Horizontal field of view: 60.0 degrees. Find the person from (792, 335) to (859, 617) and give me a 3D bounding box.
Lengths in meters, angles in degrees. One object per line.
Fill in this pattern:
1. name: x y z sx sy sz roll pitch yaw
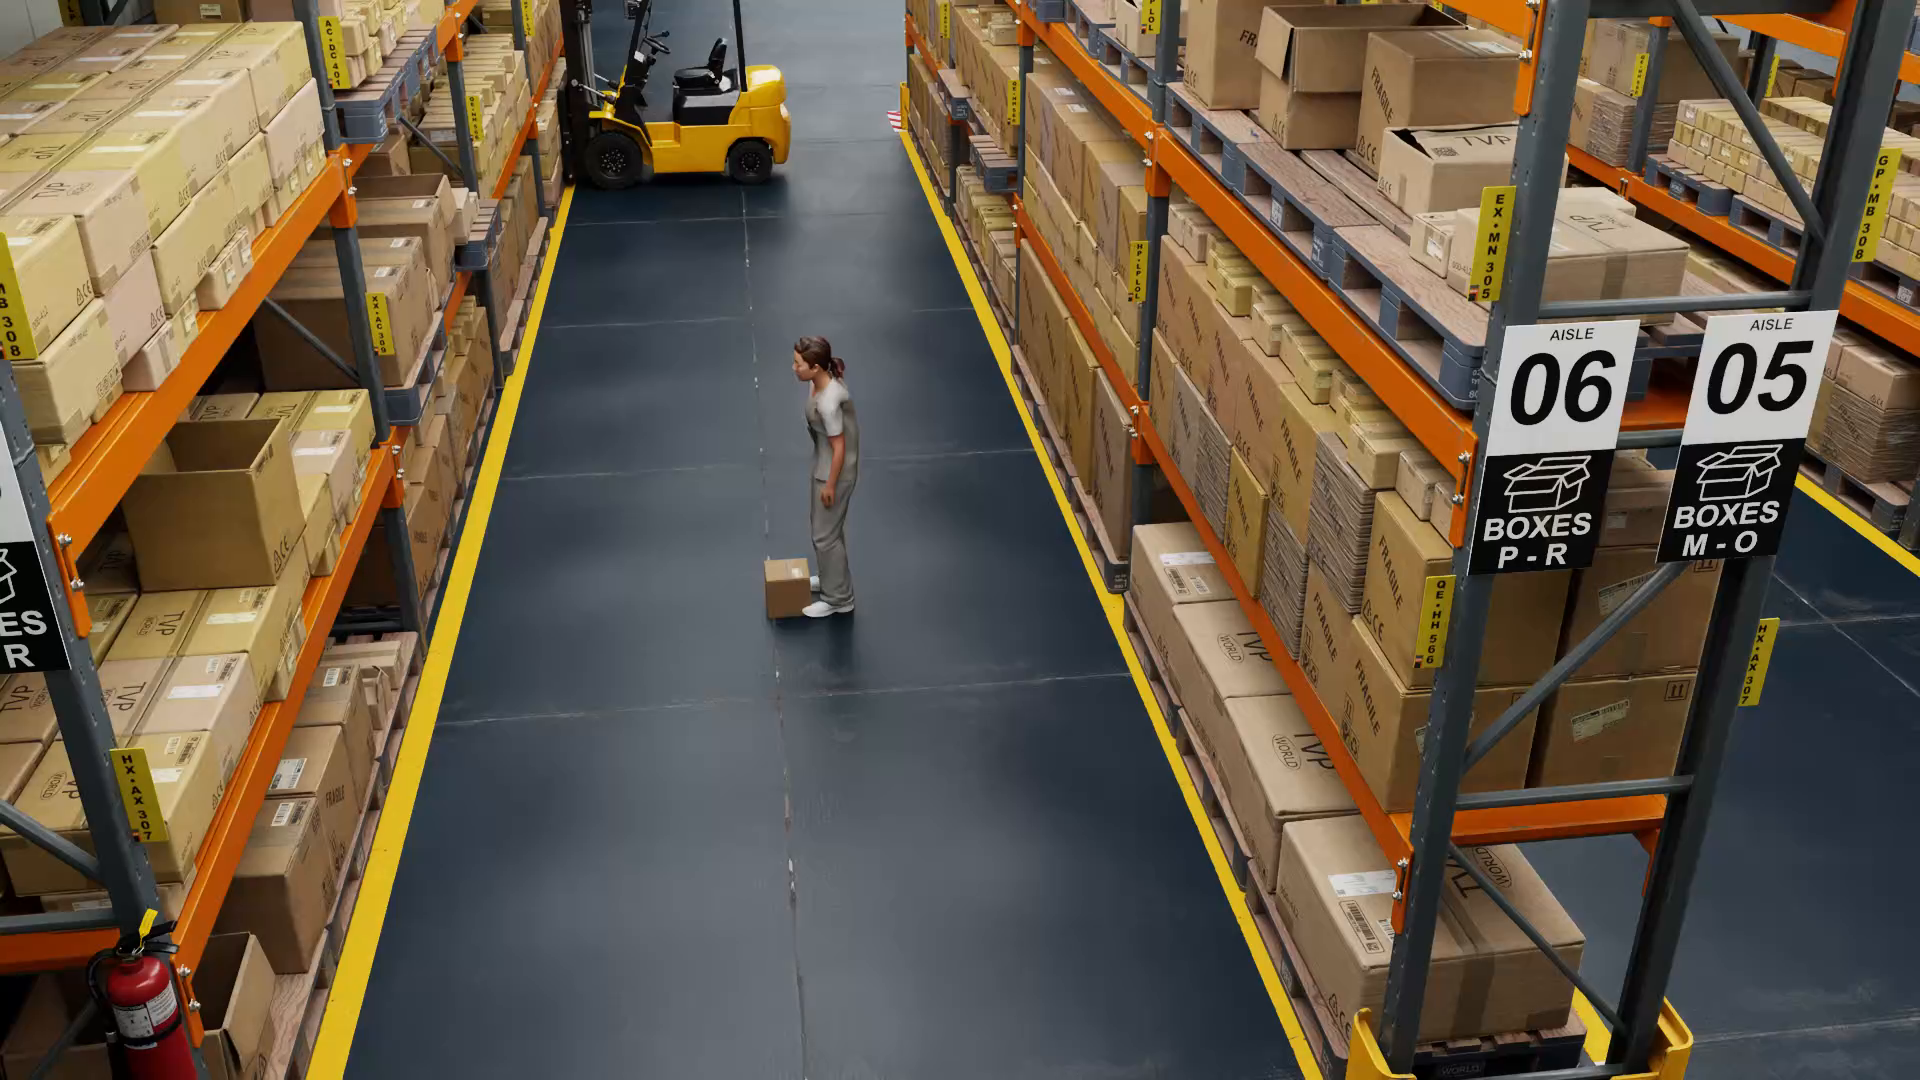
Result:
1. person: -0.754 -0.373 9.345 0.368 1.671 0.503 -5 28 -10
